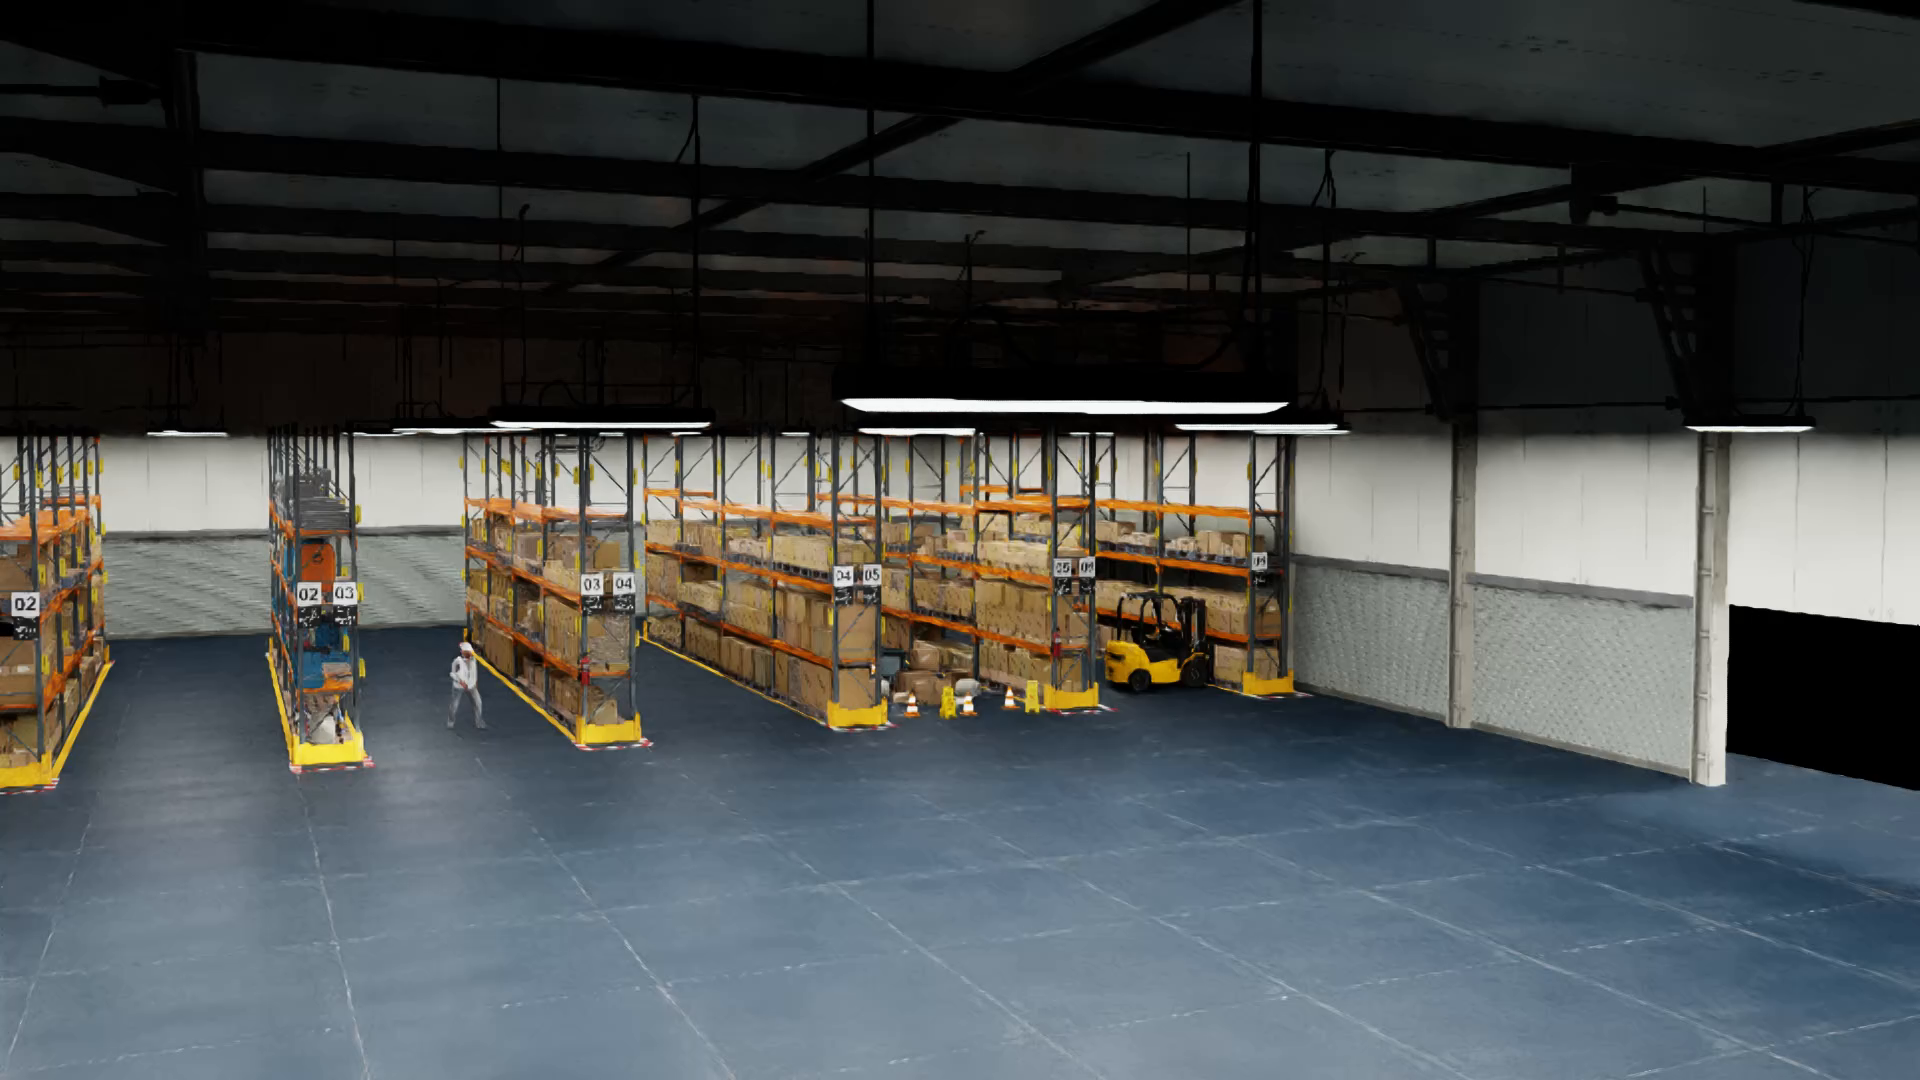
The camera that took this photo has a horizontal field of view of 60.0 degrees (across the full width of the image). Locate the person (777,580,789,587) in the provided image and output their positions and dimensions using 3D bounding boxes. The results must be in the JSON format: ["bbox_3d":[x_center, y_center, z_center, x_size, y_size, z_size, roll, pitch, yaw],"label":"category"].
[{"bbox_3d":[-5.670,1.639,52.287,0.667,1.750,0.498,2,4,31],"label":"person"}]

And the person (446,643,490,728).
[{"bbox_3d":[-9.754,2.860,32.758,0.683,1.713,0.837,-3,5,-40],"label":"person"}]
